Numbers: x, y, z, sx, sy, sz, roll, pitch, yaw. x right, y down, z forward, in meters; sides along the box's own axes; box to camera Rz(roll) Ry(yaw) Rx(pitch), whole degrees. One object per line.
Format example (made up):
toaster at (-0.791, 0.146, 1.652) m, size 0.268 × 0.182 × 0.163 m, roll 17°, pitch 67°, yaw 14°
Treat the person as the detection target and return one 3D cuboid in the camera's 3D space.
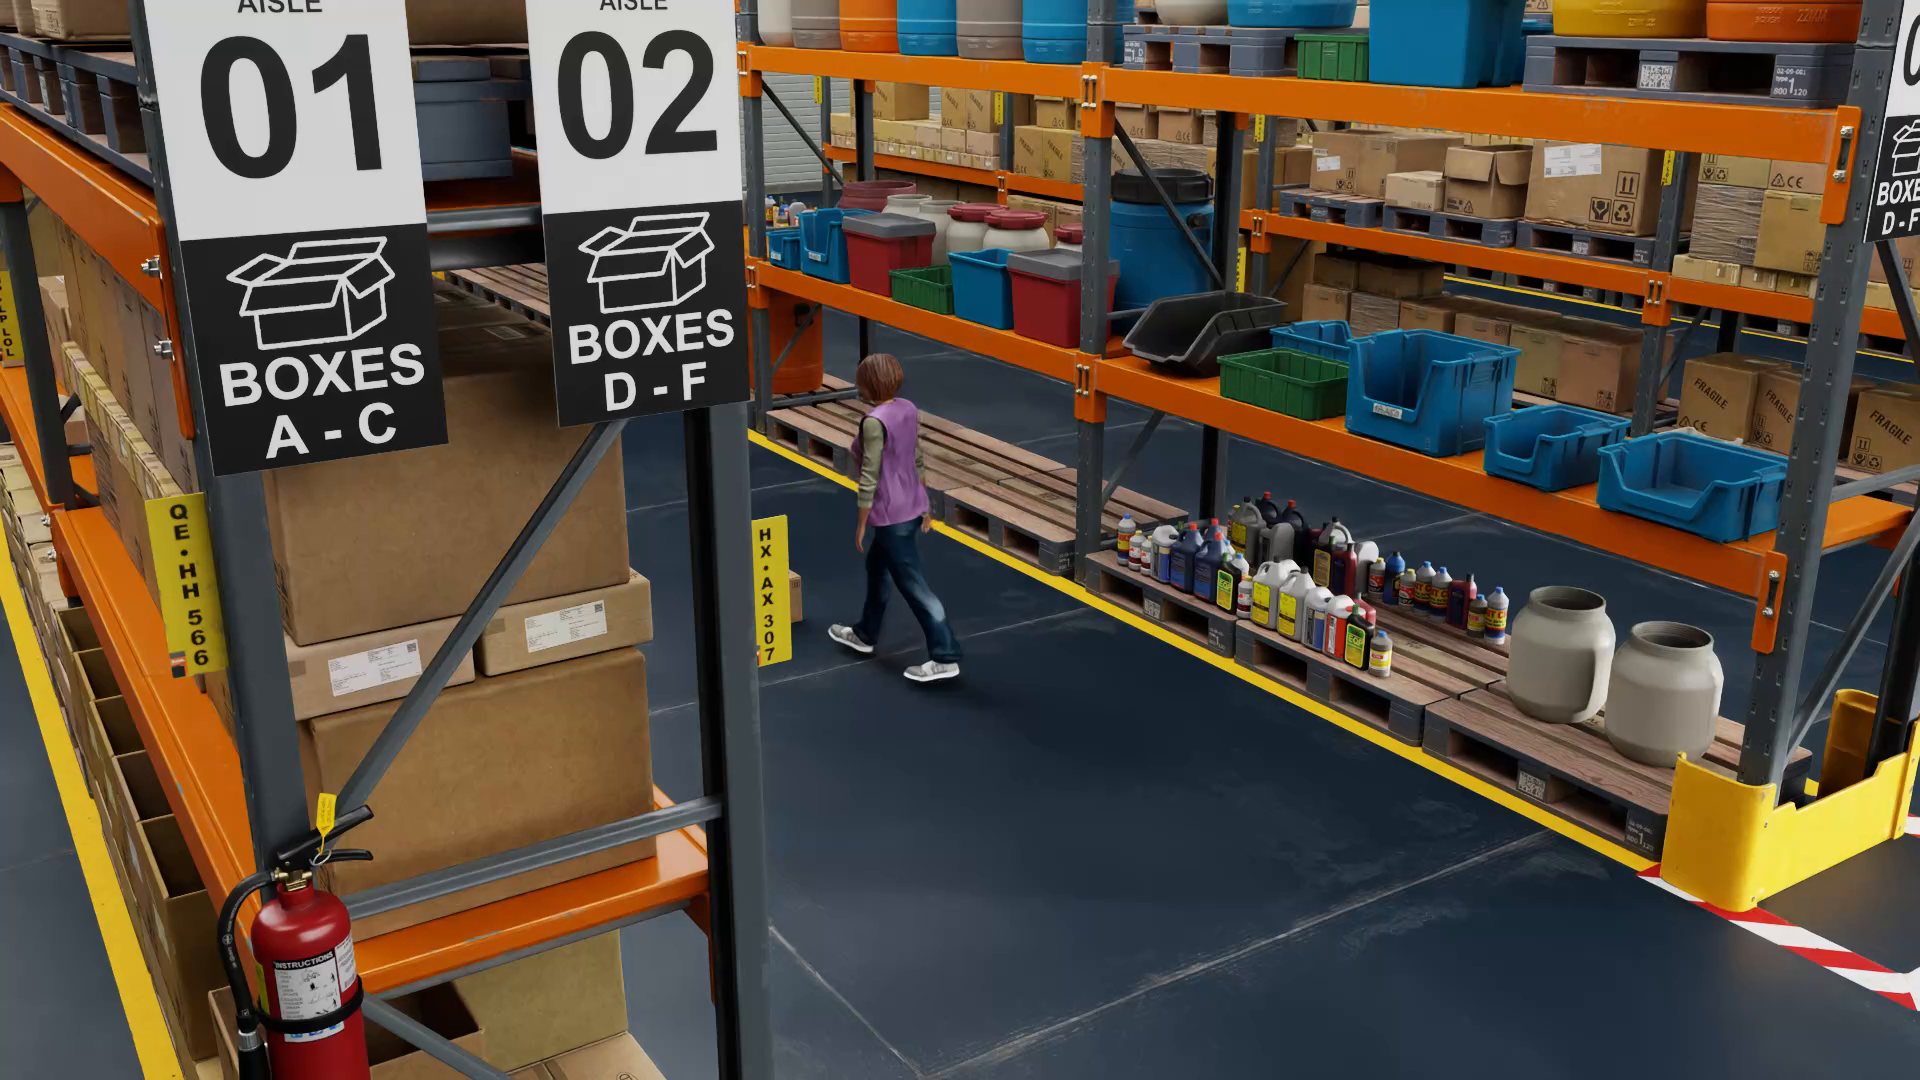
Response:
person at (-0.354, -0.123, 7.930) m, size 0.808 × 1.553 × 0.455 m, roll 7°, pitch 20°, yaw 21°
